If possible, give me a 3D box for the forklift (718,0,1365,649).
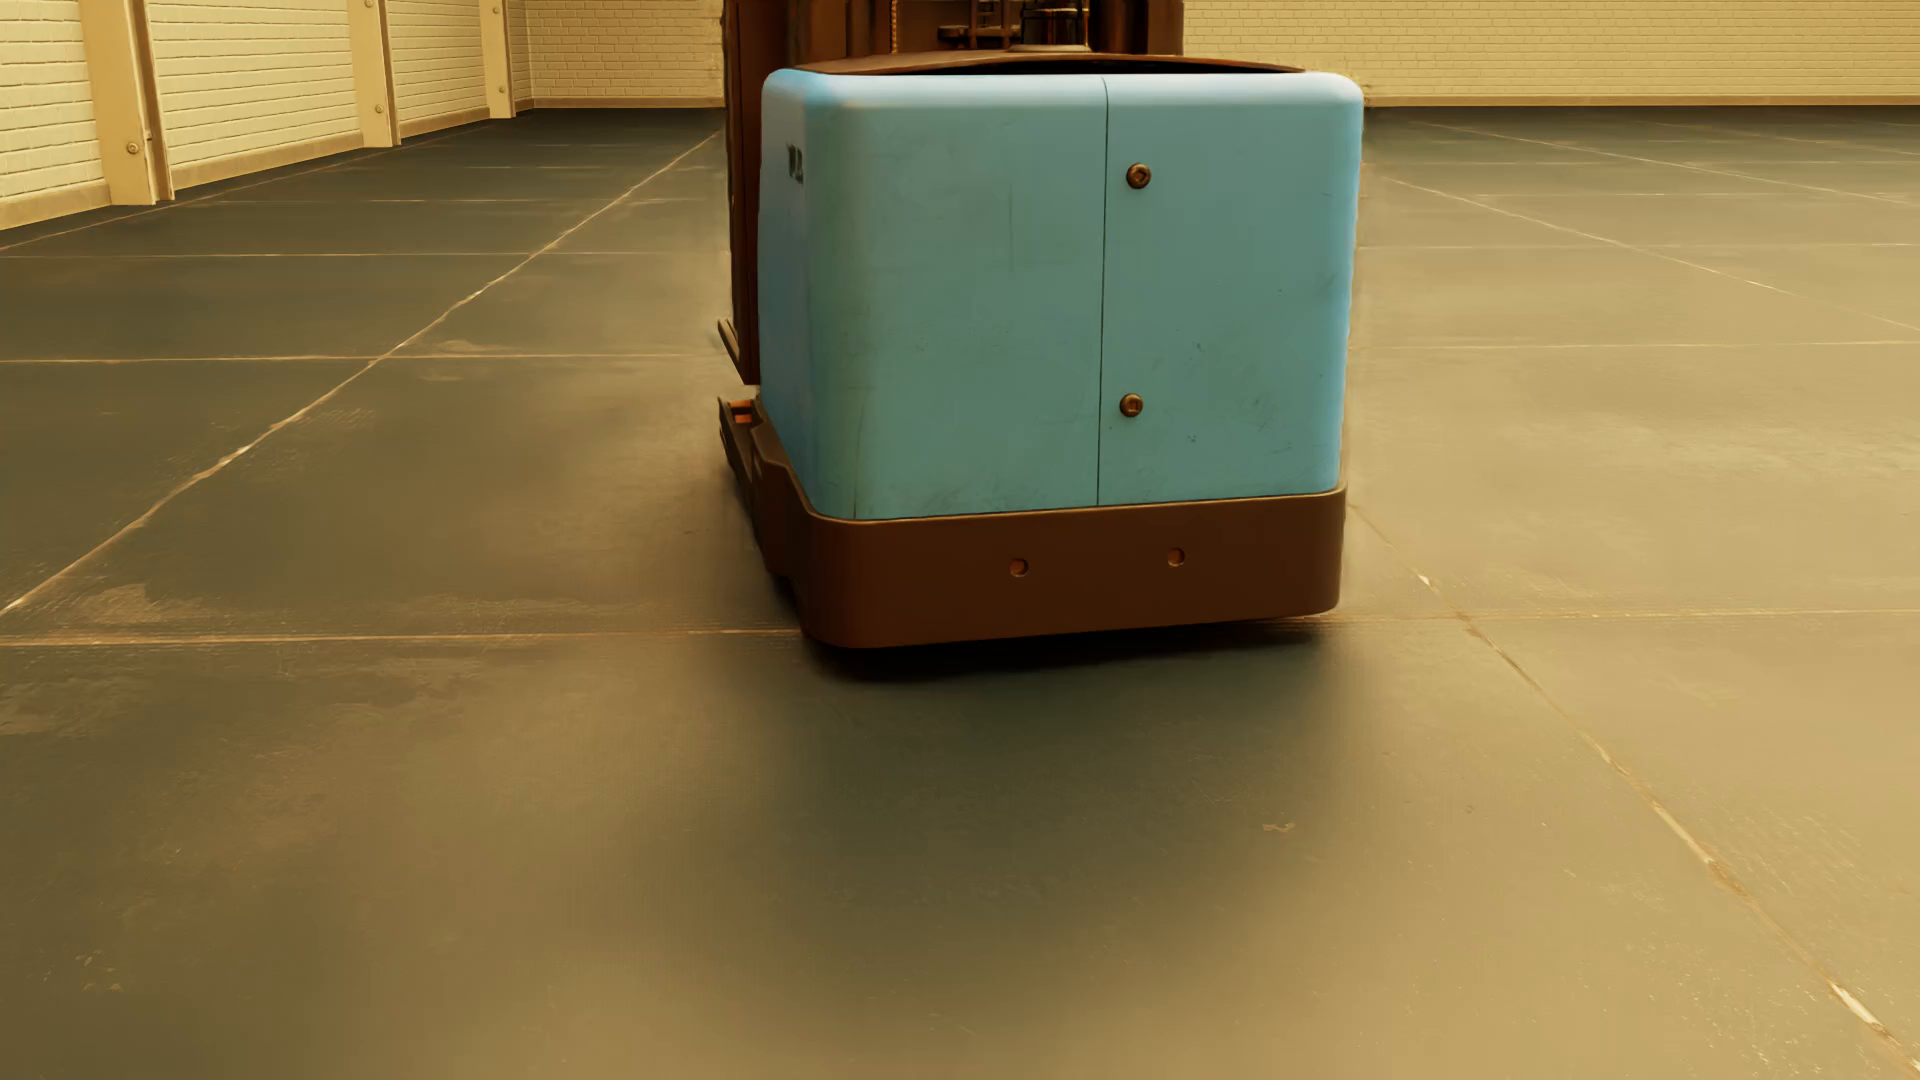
[{"bbox_3d":[-0.064,-1.594,4.118,1.130,2.935,3.031,-4,17,-12],"label":"forklift"}]
